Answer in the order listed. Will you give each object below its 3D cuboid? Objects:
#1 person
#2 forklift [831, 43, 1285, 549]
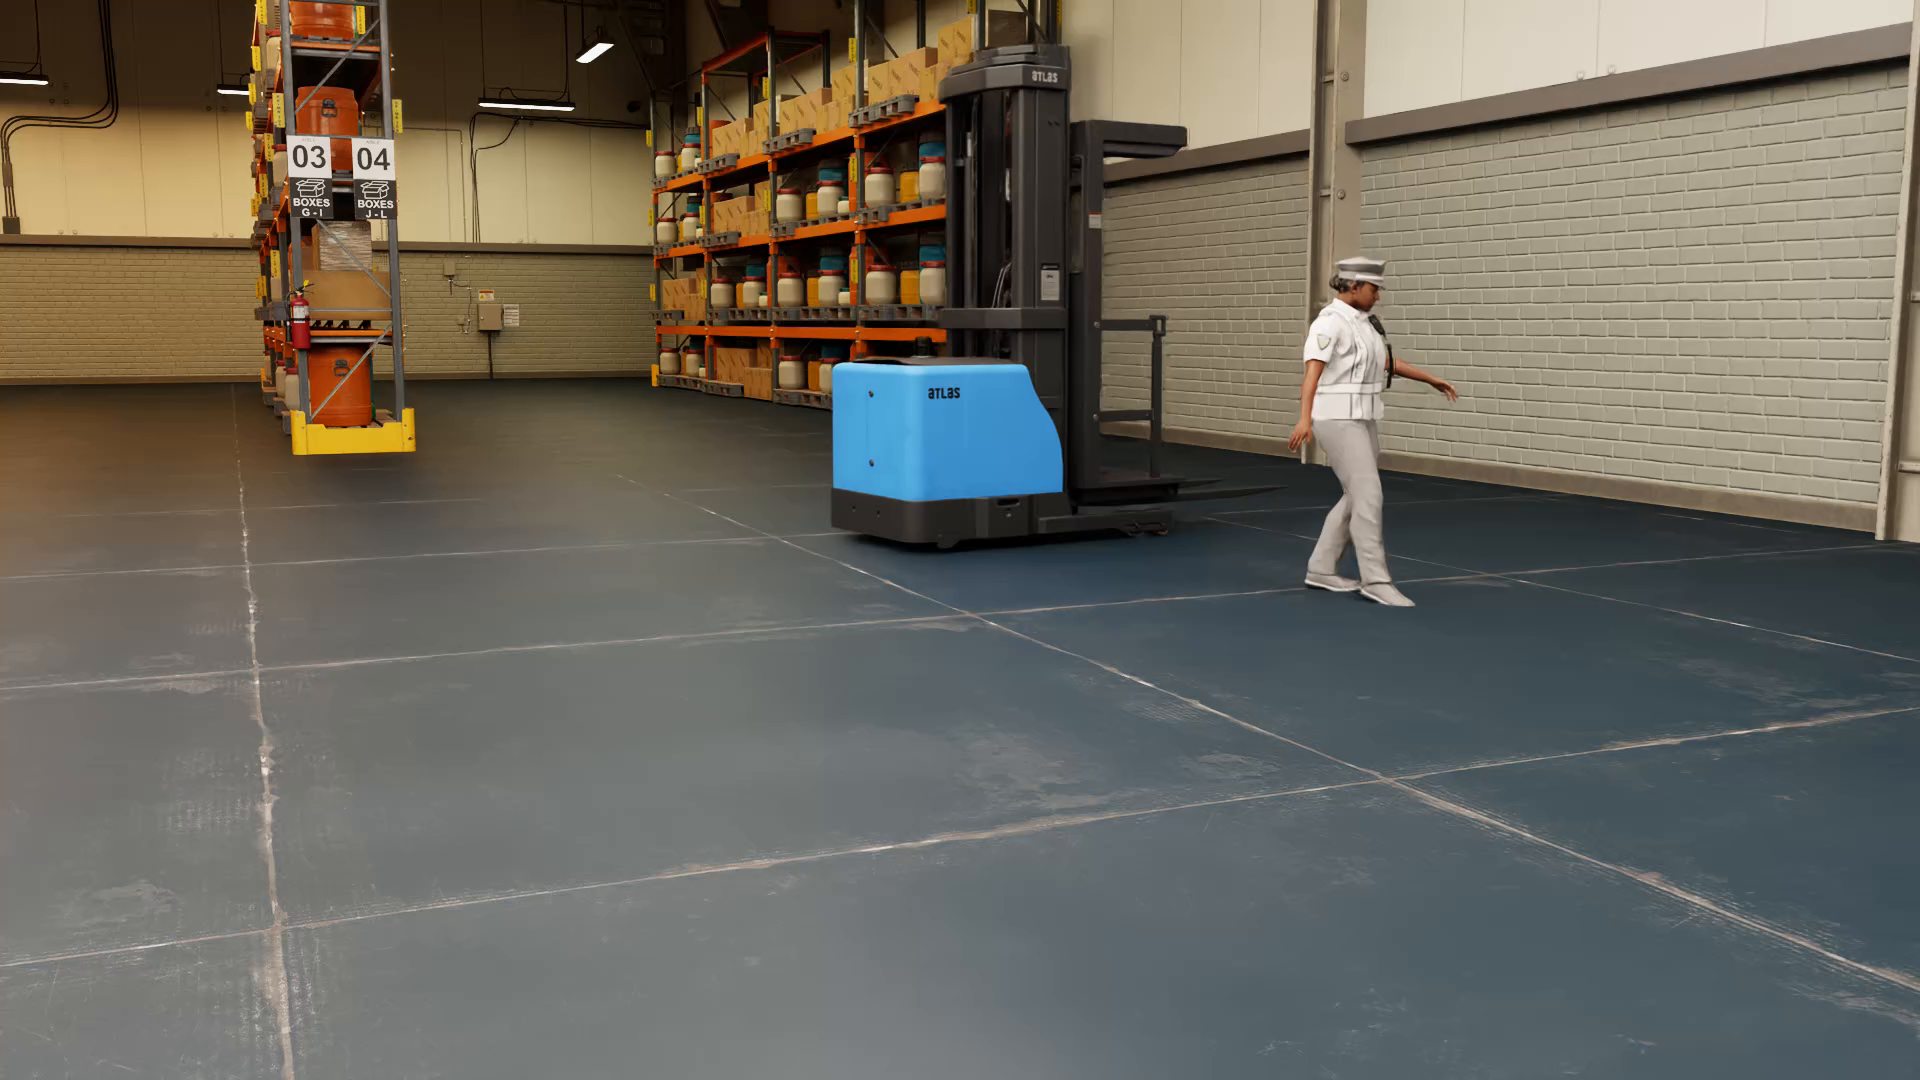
[{"bbox_3d":[1.942,-0.516,7.979,0.657,1.668,0.919,6,9,38],"label":"person"},{"bbox_3d":[0.727,-1.521,10.475,3.031,2.935,1.130,-5,9,-32],"label":"forklift"}]
